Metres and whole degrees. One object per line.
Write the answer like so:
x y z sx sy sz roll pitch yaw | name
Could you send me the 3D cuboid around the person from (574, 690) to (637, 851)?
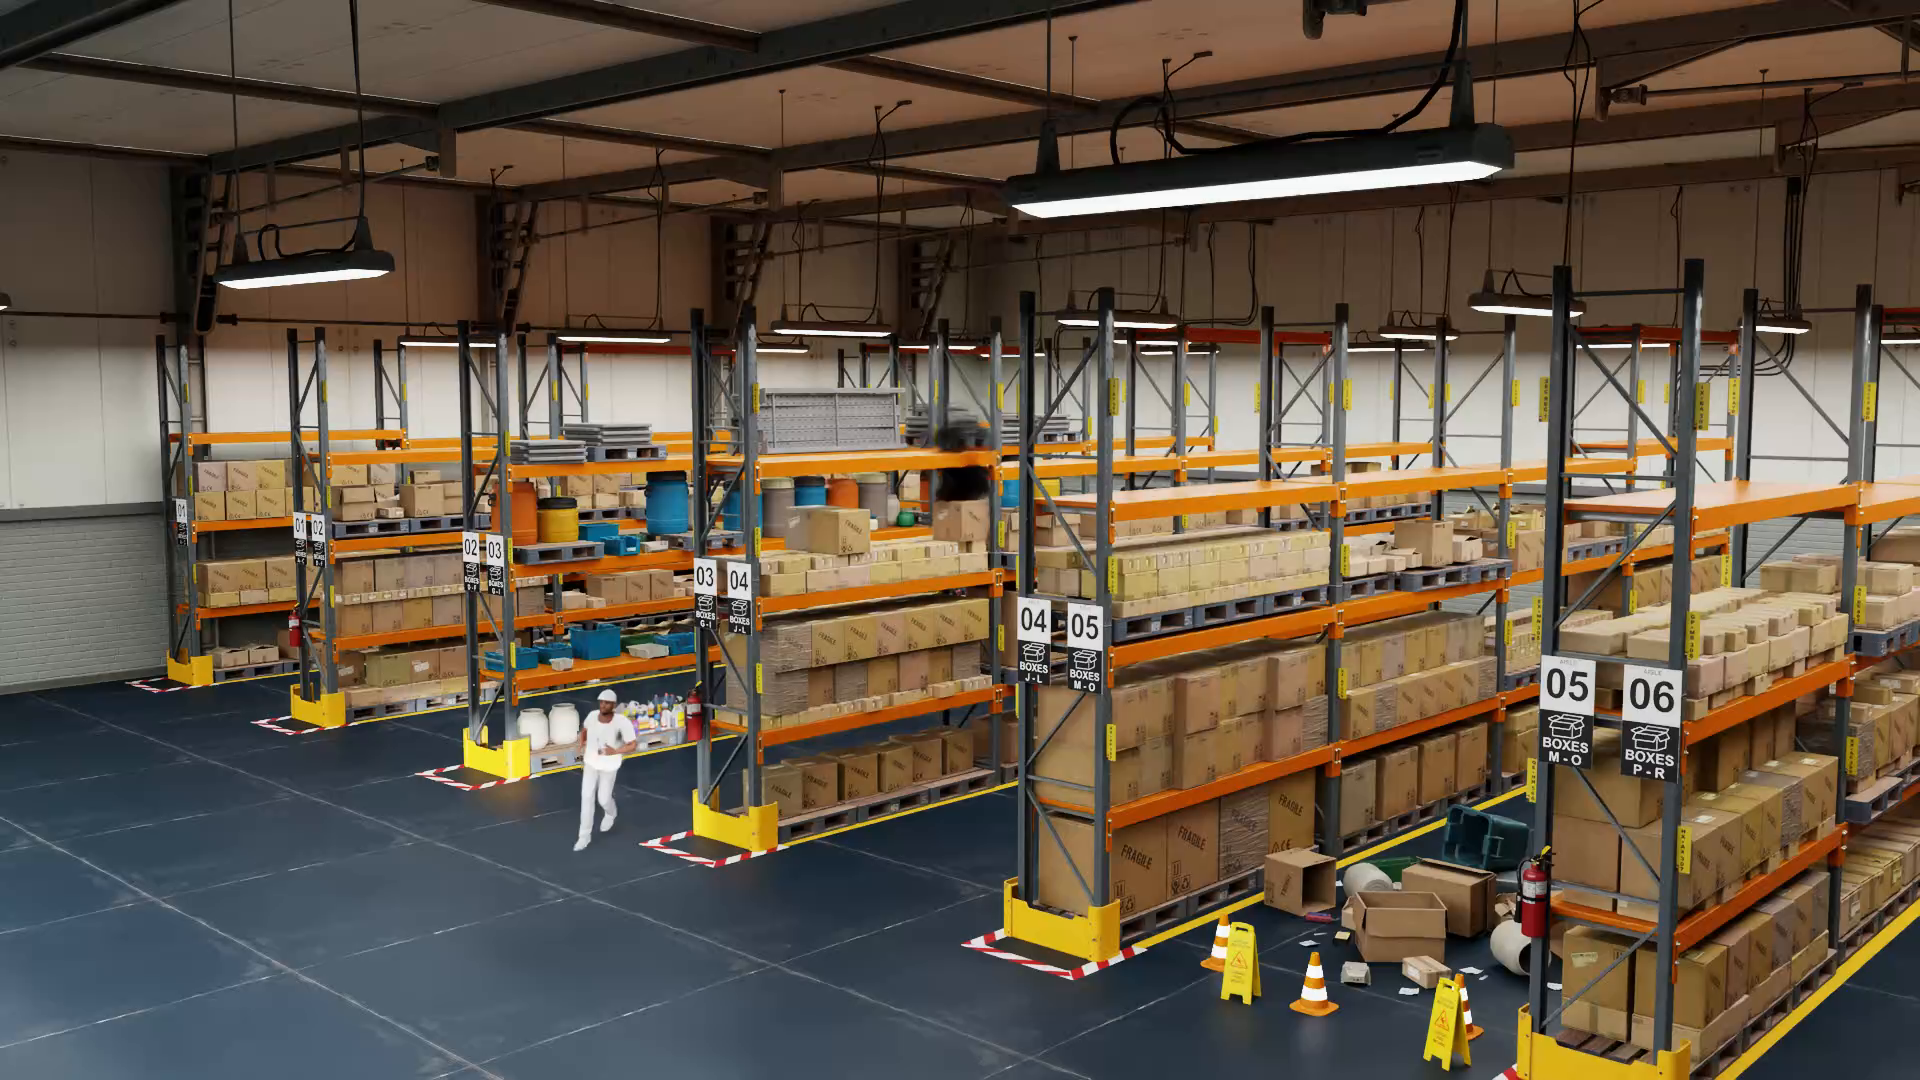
-3.982 2.547 18.765 0.734 1.758 0.906 1 5 12 | person
